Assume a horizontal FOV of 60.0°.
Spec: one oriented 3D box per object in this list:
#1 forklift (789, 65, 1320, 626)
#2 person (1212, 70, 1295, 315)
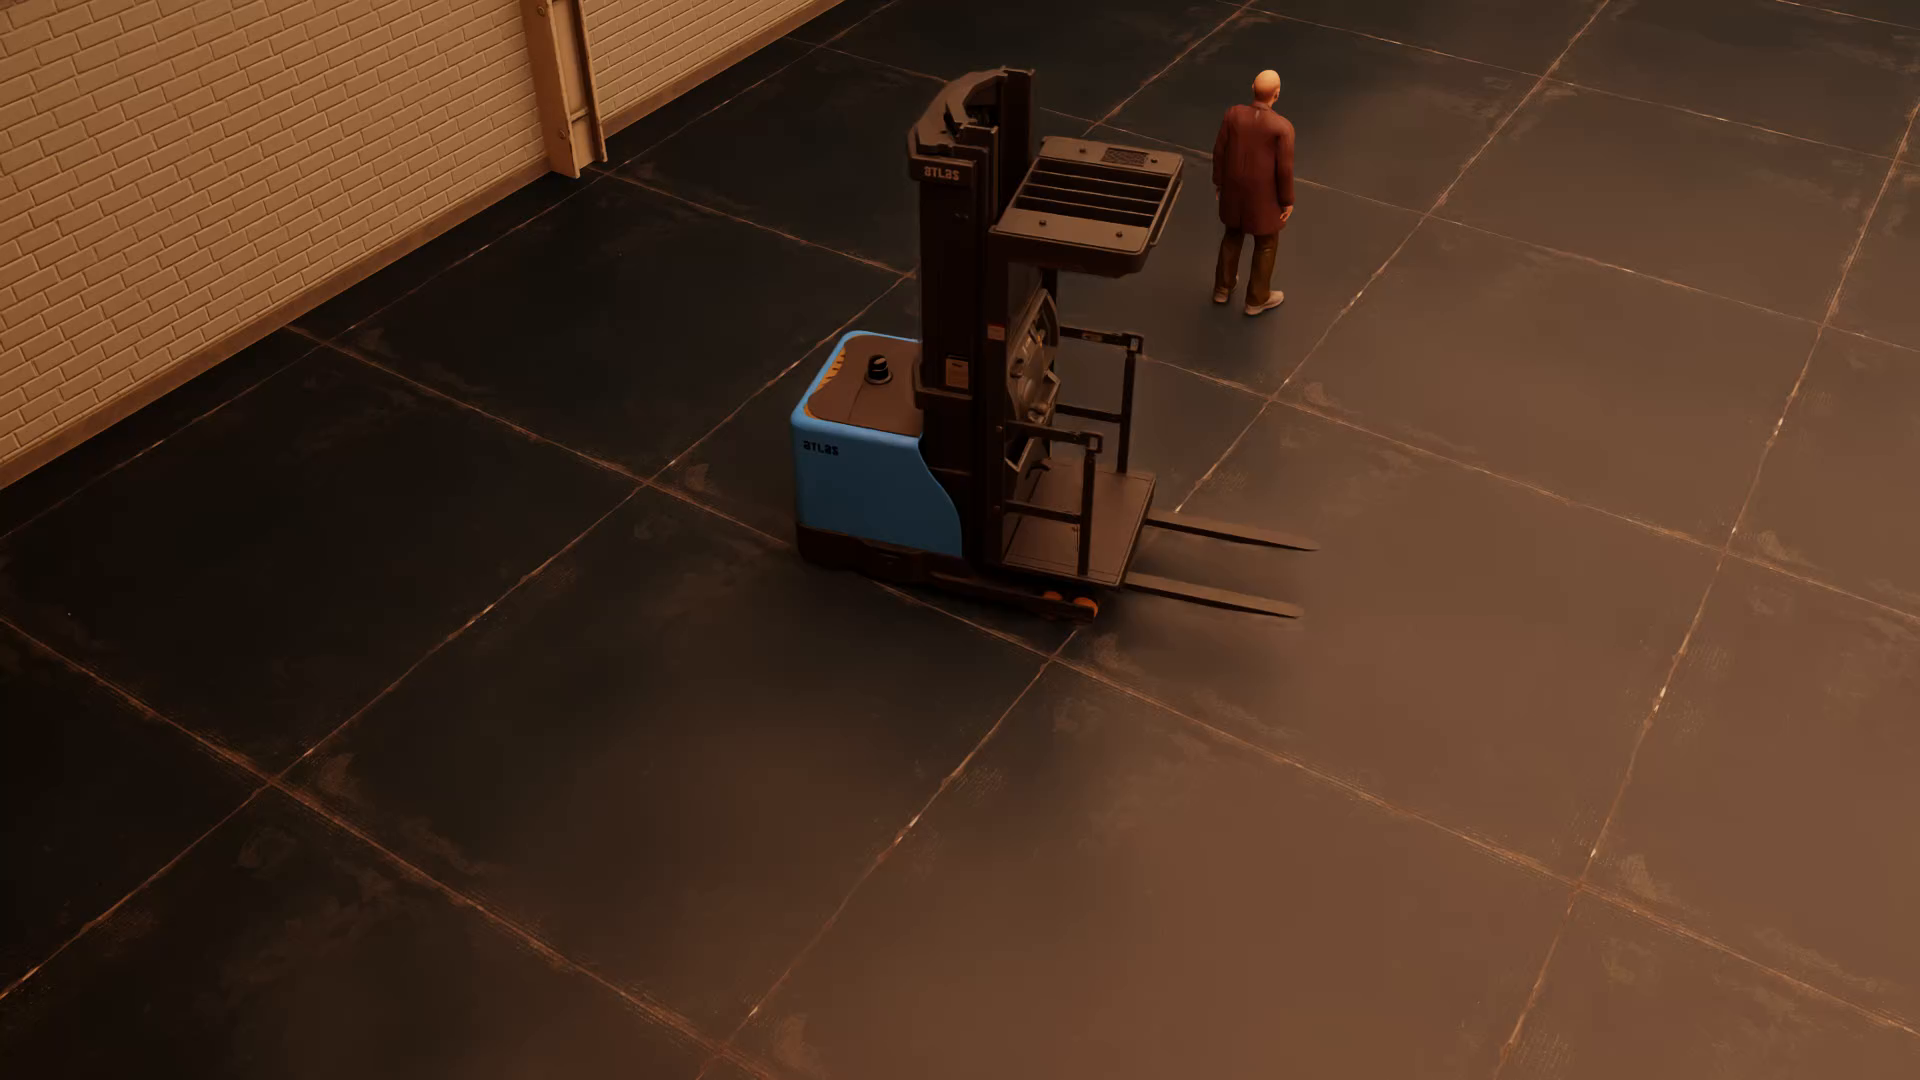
[{"bbox_3d":[0.591,-1.008,9.157,3.031,2.935,1.130,11,42,13],"label":"forklift"},{"bbox_3d":[2.077,-2.461,11.768,0.644,1.774,0.436,26,47,27],"label":"person"}]
